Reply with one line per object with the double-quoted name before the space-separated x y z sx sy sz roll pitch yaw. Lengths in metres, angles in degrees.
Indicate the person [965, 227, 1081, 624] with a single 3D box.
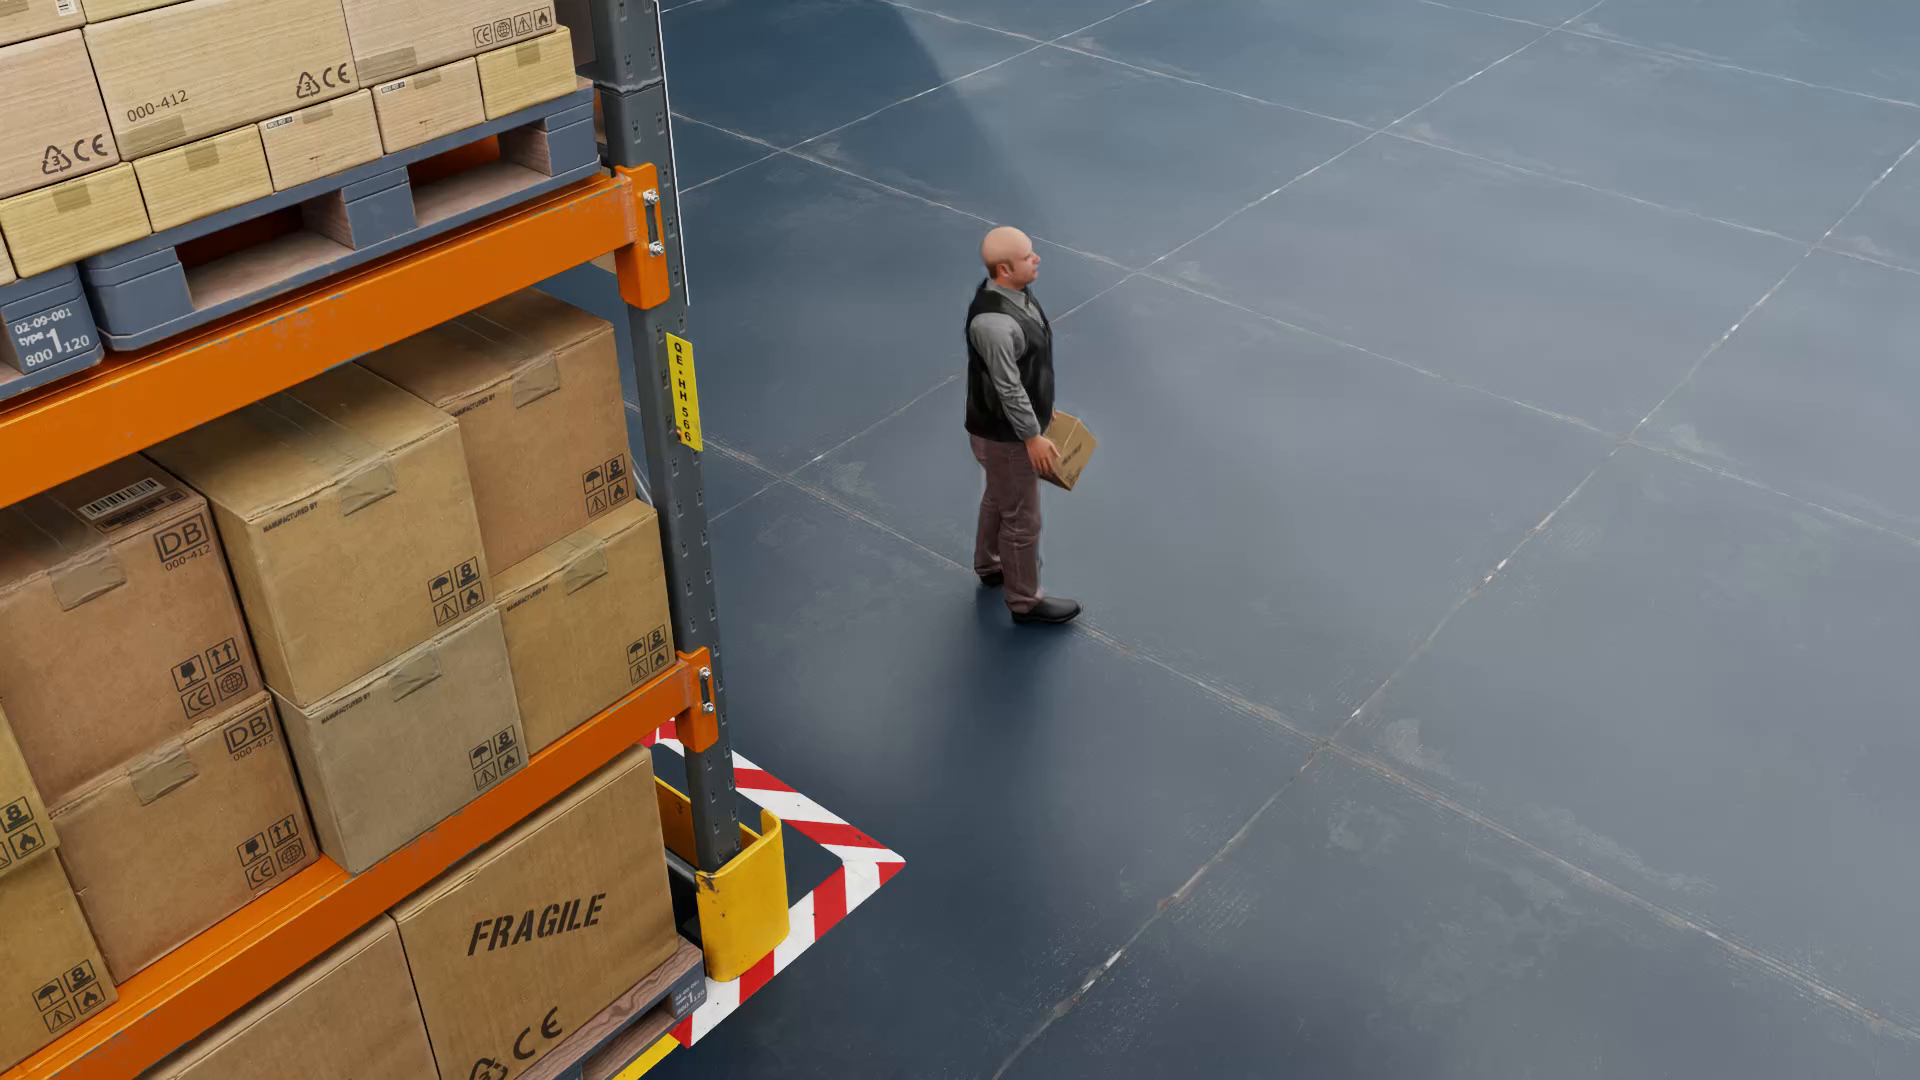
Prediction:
"person" 0.228 -0.473 6.811 0.401 1.728 0.543 4 35 6
